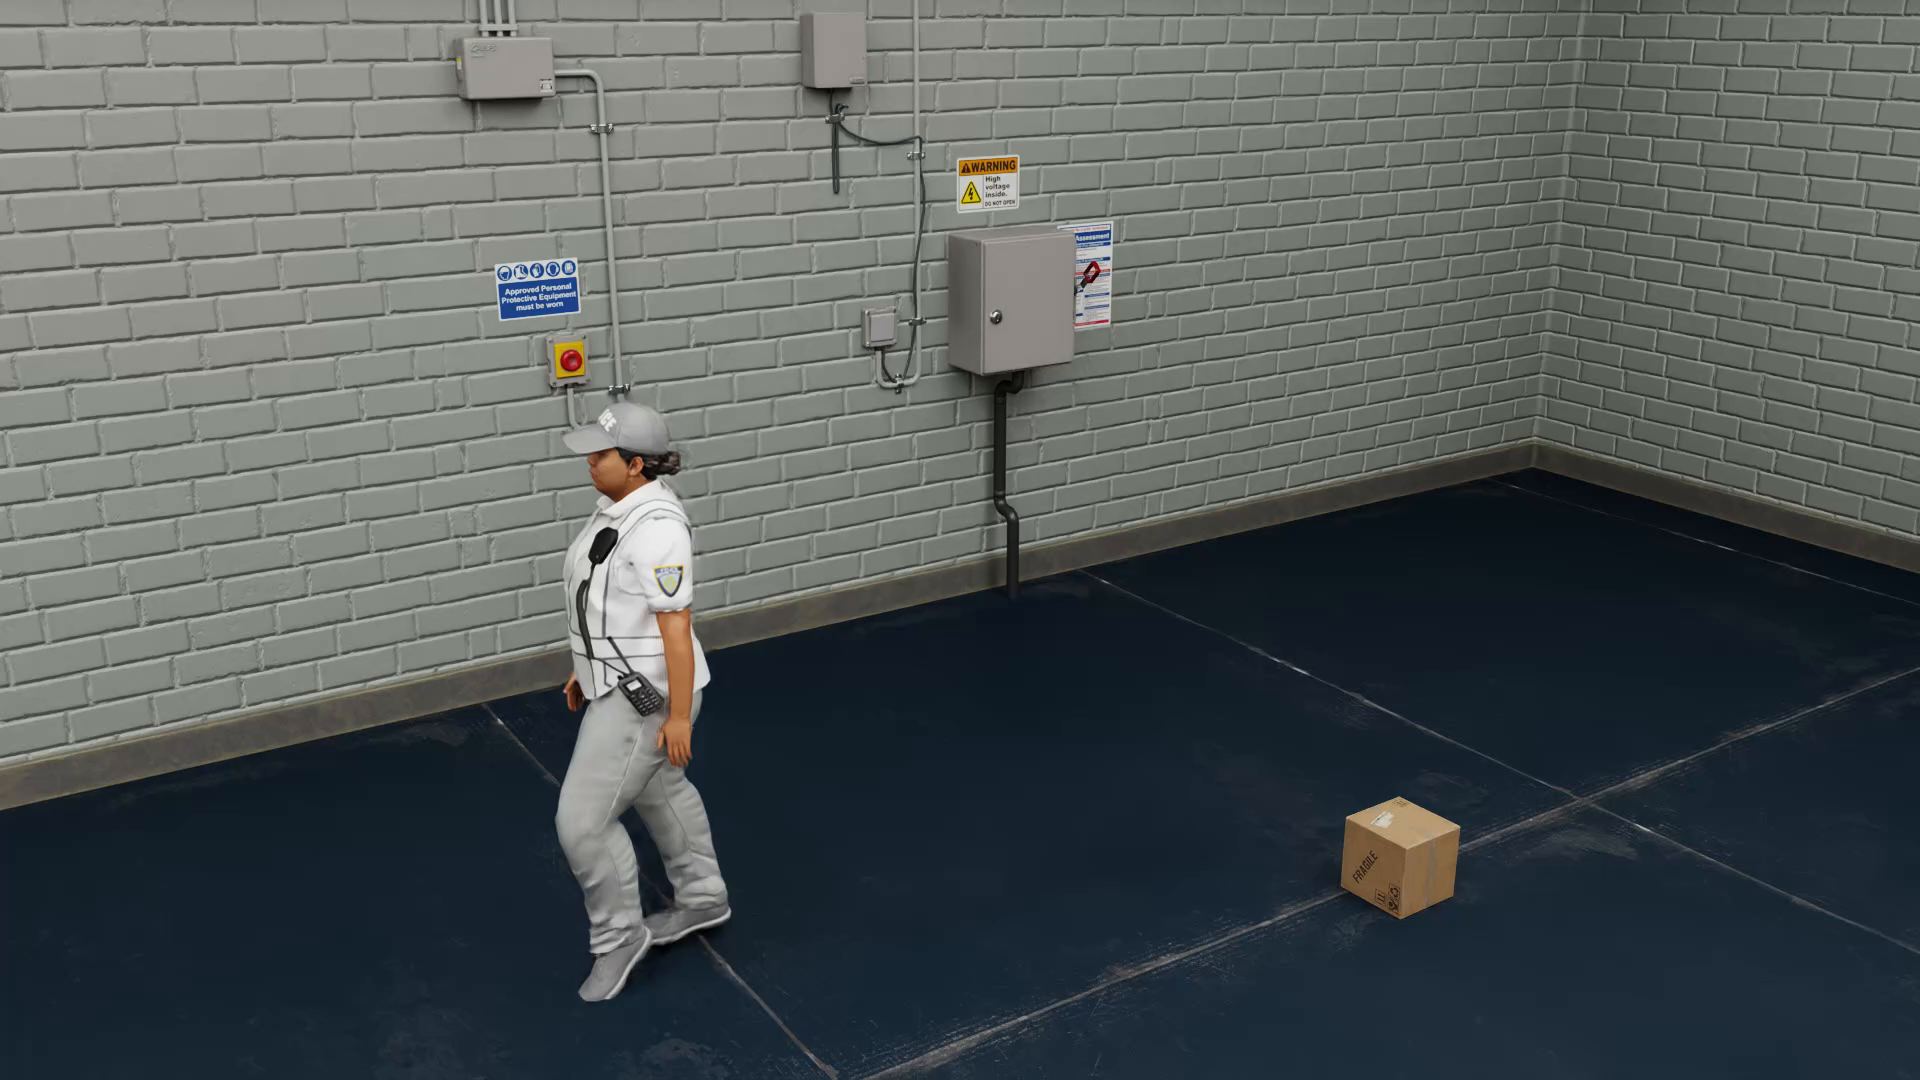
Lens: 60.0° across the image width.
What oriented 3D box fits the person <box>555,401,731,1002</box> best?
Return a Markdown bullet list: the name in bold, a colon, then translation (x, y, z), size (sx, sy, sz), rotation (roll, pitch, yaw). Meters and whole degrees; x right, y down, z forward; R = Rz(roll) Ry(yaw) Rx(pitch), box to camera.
- **person**: translation (-0.924, 0.459, 4.713), size (0.510, 1.738, 0.513), rotation (-6, 19, -19)
